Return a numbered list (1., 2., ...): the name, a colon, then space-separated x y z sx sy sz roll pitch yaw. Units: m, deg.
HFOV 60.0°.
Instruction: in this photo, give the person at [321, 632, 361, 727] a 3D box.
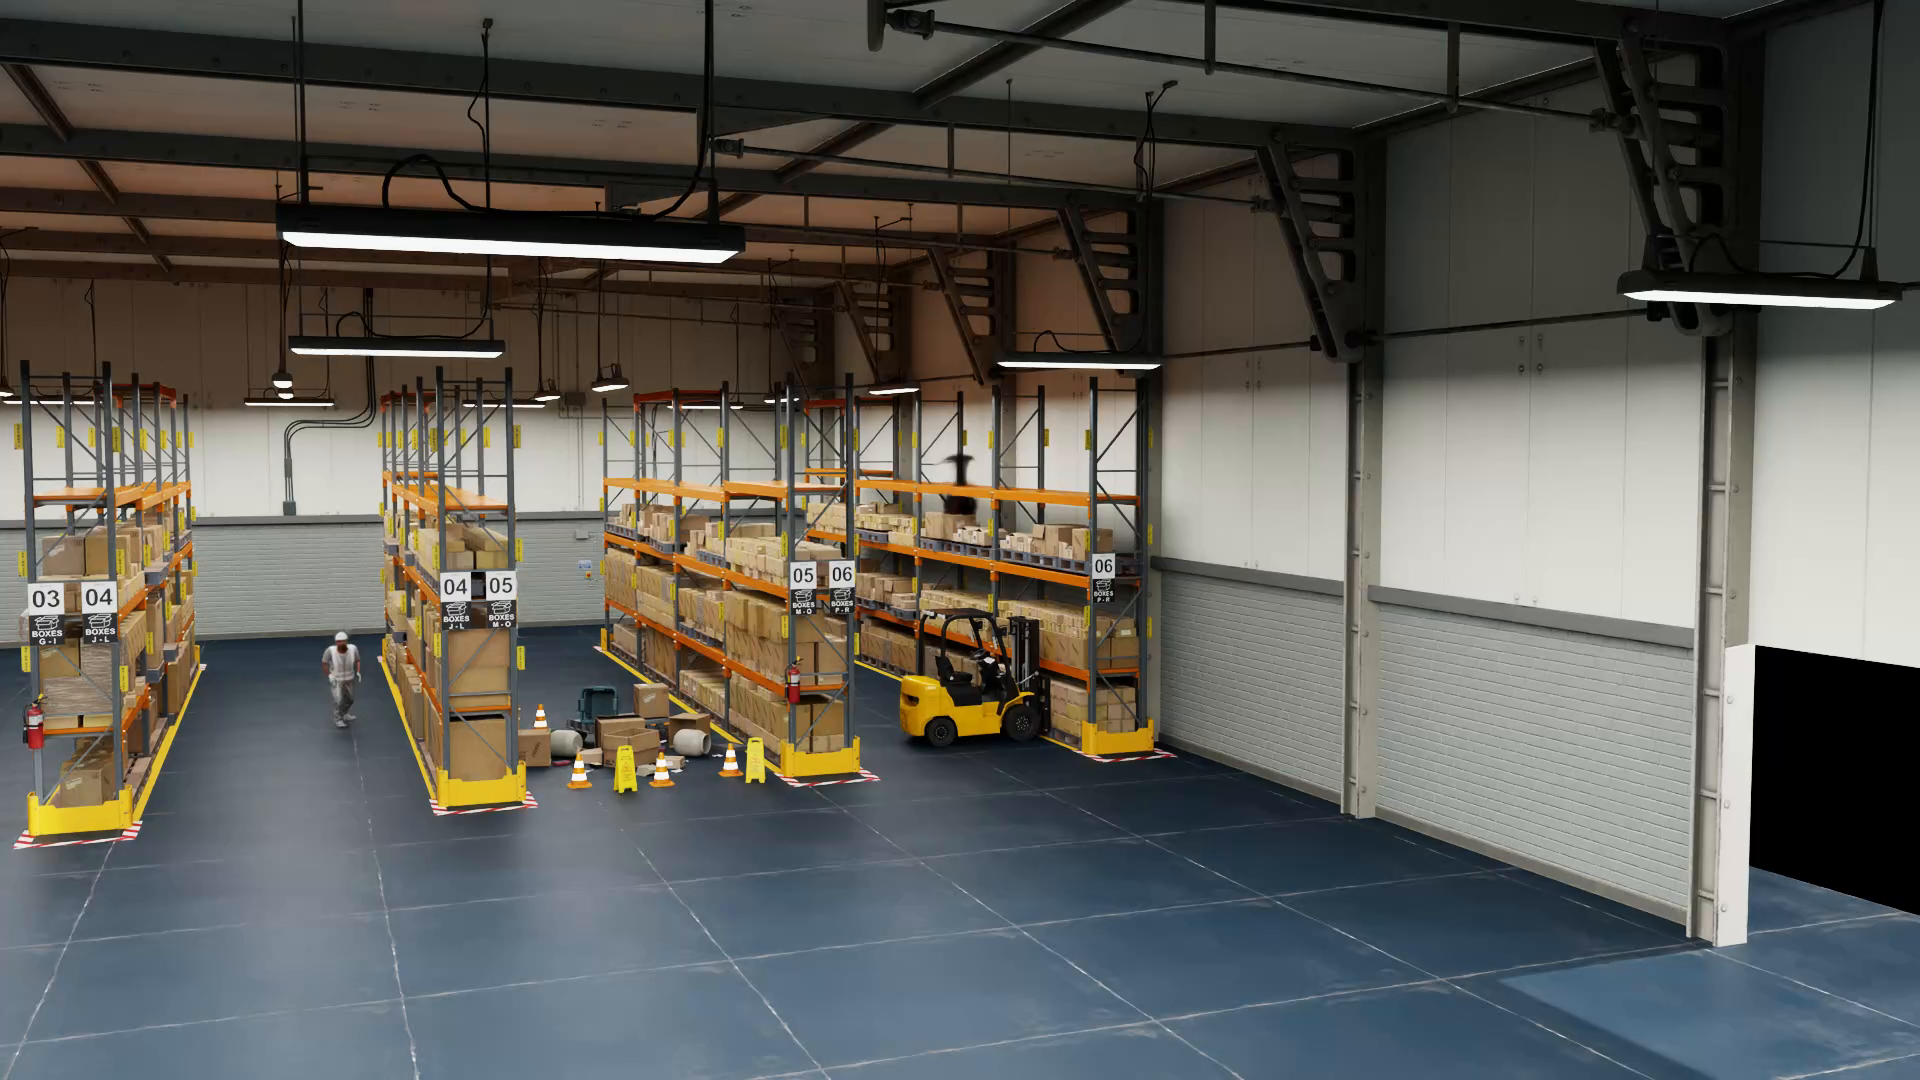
1. person: -10.792 2.417 28.984 0.673 1.690 0.866 -3 4 -39
